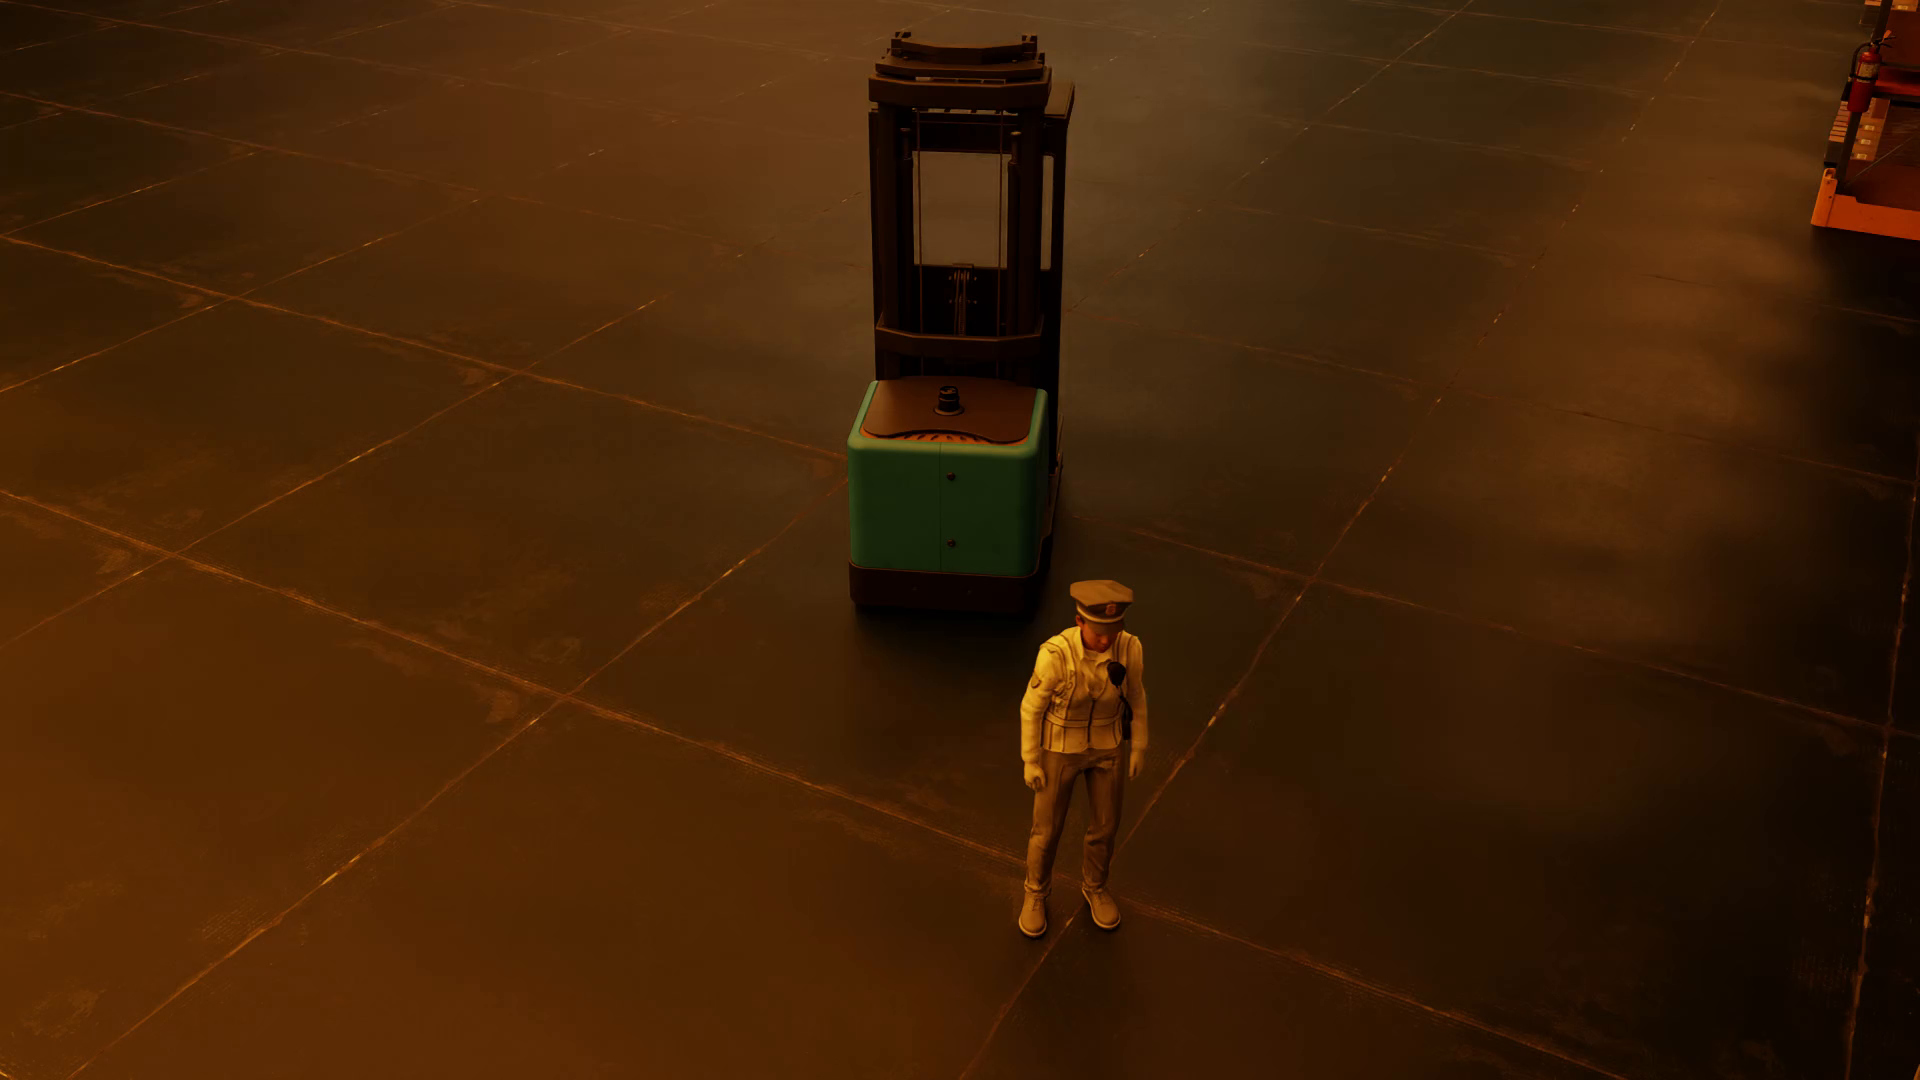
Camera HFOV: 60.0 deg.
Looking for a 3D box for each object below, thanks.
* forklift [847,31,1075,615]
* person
[{"bbox_3d":[0.072,-1.572,9.794,1.130,2.935,3.031,3,30,6],"label":"forklift"},{"bbox_3d":[0.508,0.876,6.821,0.547,1.664,0.375,-5,30,-9],"label":"person"}]
